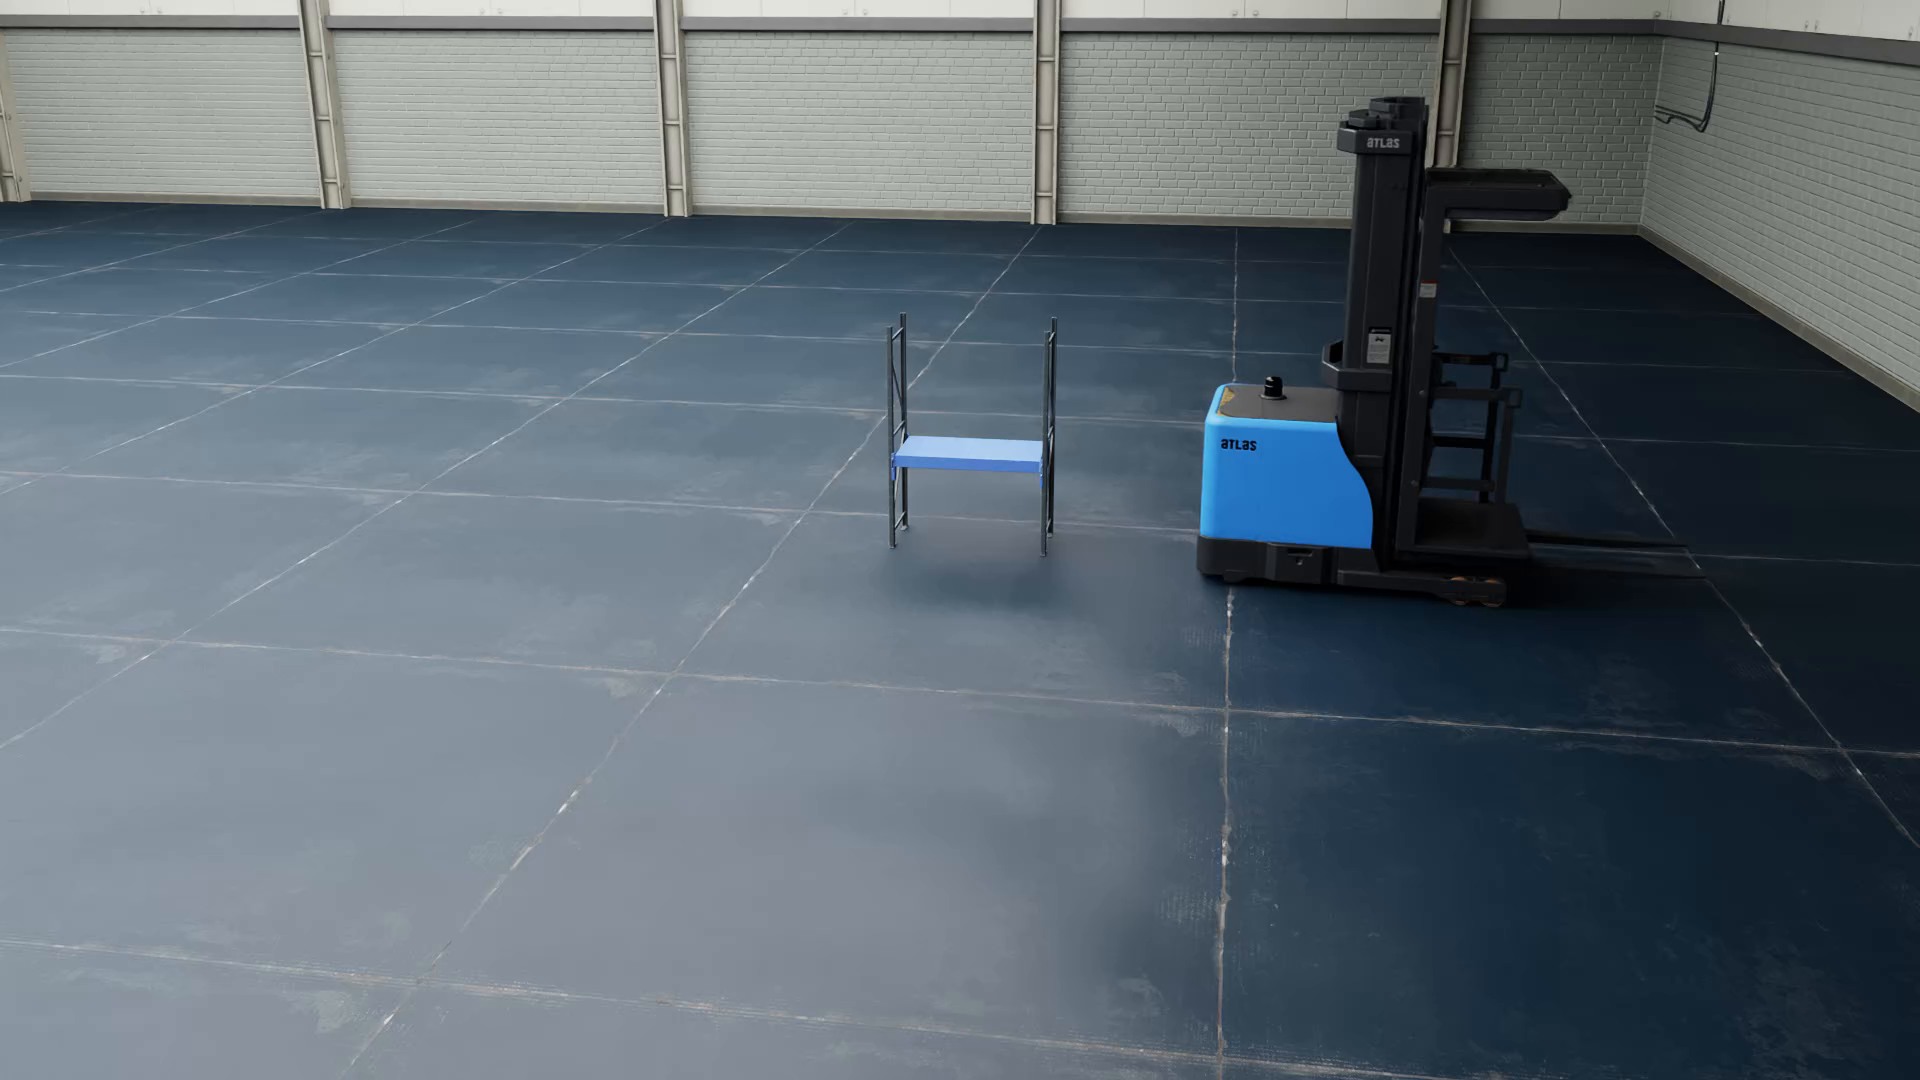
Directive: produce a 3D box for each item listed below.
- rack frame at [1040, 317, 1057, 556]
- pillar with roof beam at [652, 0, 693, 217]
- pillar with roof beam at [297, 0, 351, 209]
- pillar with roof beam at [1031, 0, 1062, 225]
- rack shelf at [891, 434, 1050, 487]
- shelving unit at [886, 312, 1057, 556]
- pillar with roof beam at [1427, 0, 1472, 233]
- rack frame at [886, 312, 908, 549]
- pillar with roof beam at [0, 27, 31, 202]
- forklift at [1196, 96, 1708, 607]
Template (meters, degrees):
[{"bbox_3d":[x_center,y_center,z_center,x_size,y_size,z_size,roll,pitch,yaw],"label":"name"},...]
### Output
[{"bbox_3d":[0.586,-0.681,10.976,0.032,1.500,0.500,3,19,9],"label":"rack frame"},{"bbox_3d":[-5.275,-8.226,21.707,0.400,9.000,9.100,3,19,9],"label":"pillar with roof beam"},{"bbox_3d":[-11.199,-8.528,22.610,0.400,9.000,9.100,3,19,9],"label":"pillar with roof beam"},{"bbox_3d":[0.649,-7.924,20.805,0.400,9.000,9.100,3,19,9],"label":"pillar with roof beam"},{"bbox_3d":[0.084,-0.536,11.109,1.000,0.185,0.538,3,19,9],"label":"rack shelf"},{"bbox_3d":[0.084,-0.707,11.052,1.048,1.500,0.538,3,19,9],"label":"shelving unit"},{"bbox_3d":[6.573,-7.623,19.902,0.400,9.000,9.100,3,19,9],"label":"pillar with roof beam"},{"bbox_3d":[-0.418,-0.733,11.129,0.032,1.500,0.500,3,19,9],"label":"rack frame"},{"bbox_3d":[-17.123,-8.830,23.512,0.400,9.000,9.100,3,19,9],"label":"pillar with roof beam"},{"bbox_3d":[3.068,-1.167,10.172,3.031,2.935,1.130,4,19,12],"label":"forklift"}]
